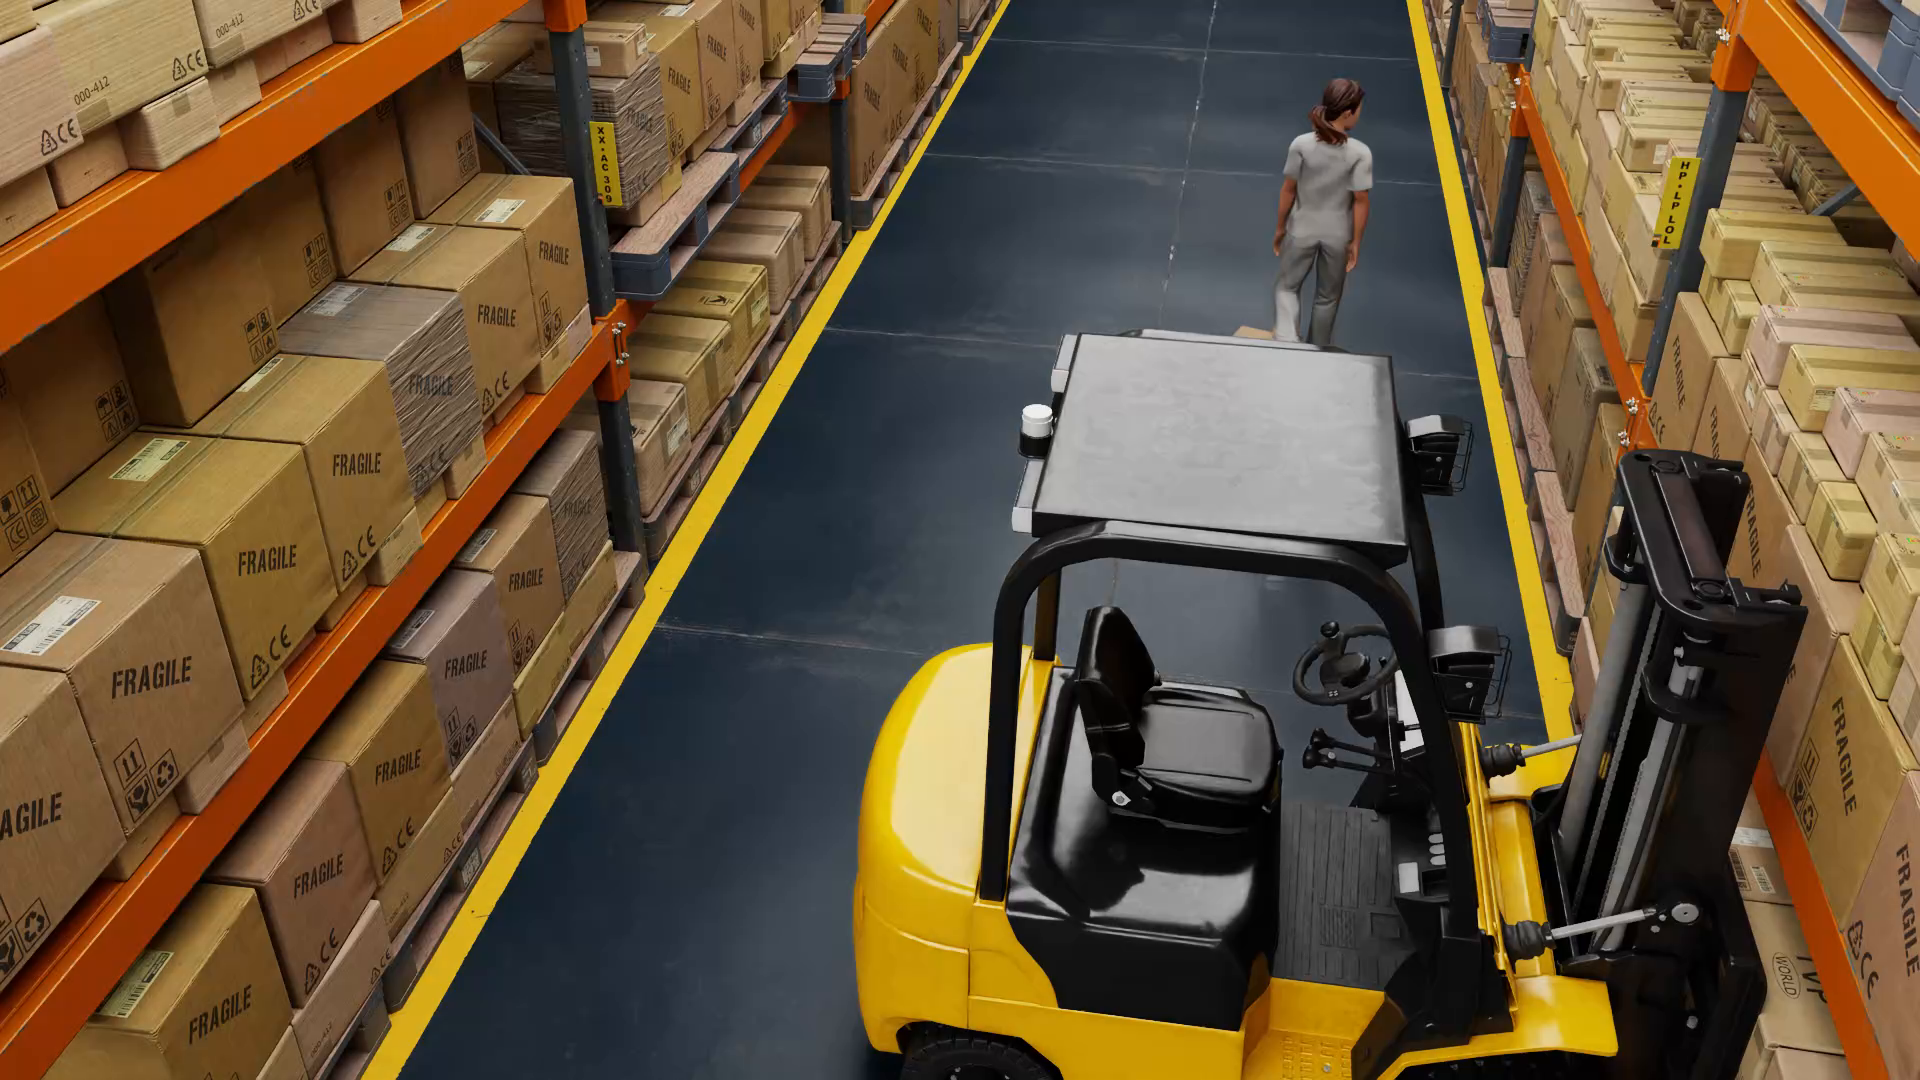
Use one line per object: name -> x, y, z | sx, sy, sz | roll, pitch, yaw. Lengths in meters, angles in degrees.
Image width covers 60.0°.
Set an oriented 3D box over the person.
person -> 1.845, -1.536, 8.548 | 0.467, 1.641, 0.747 | 9, 34, 13
